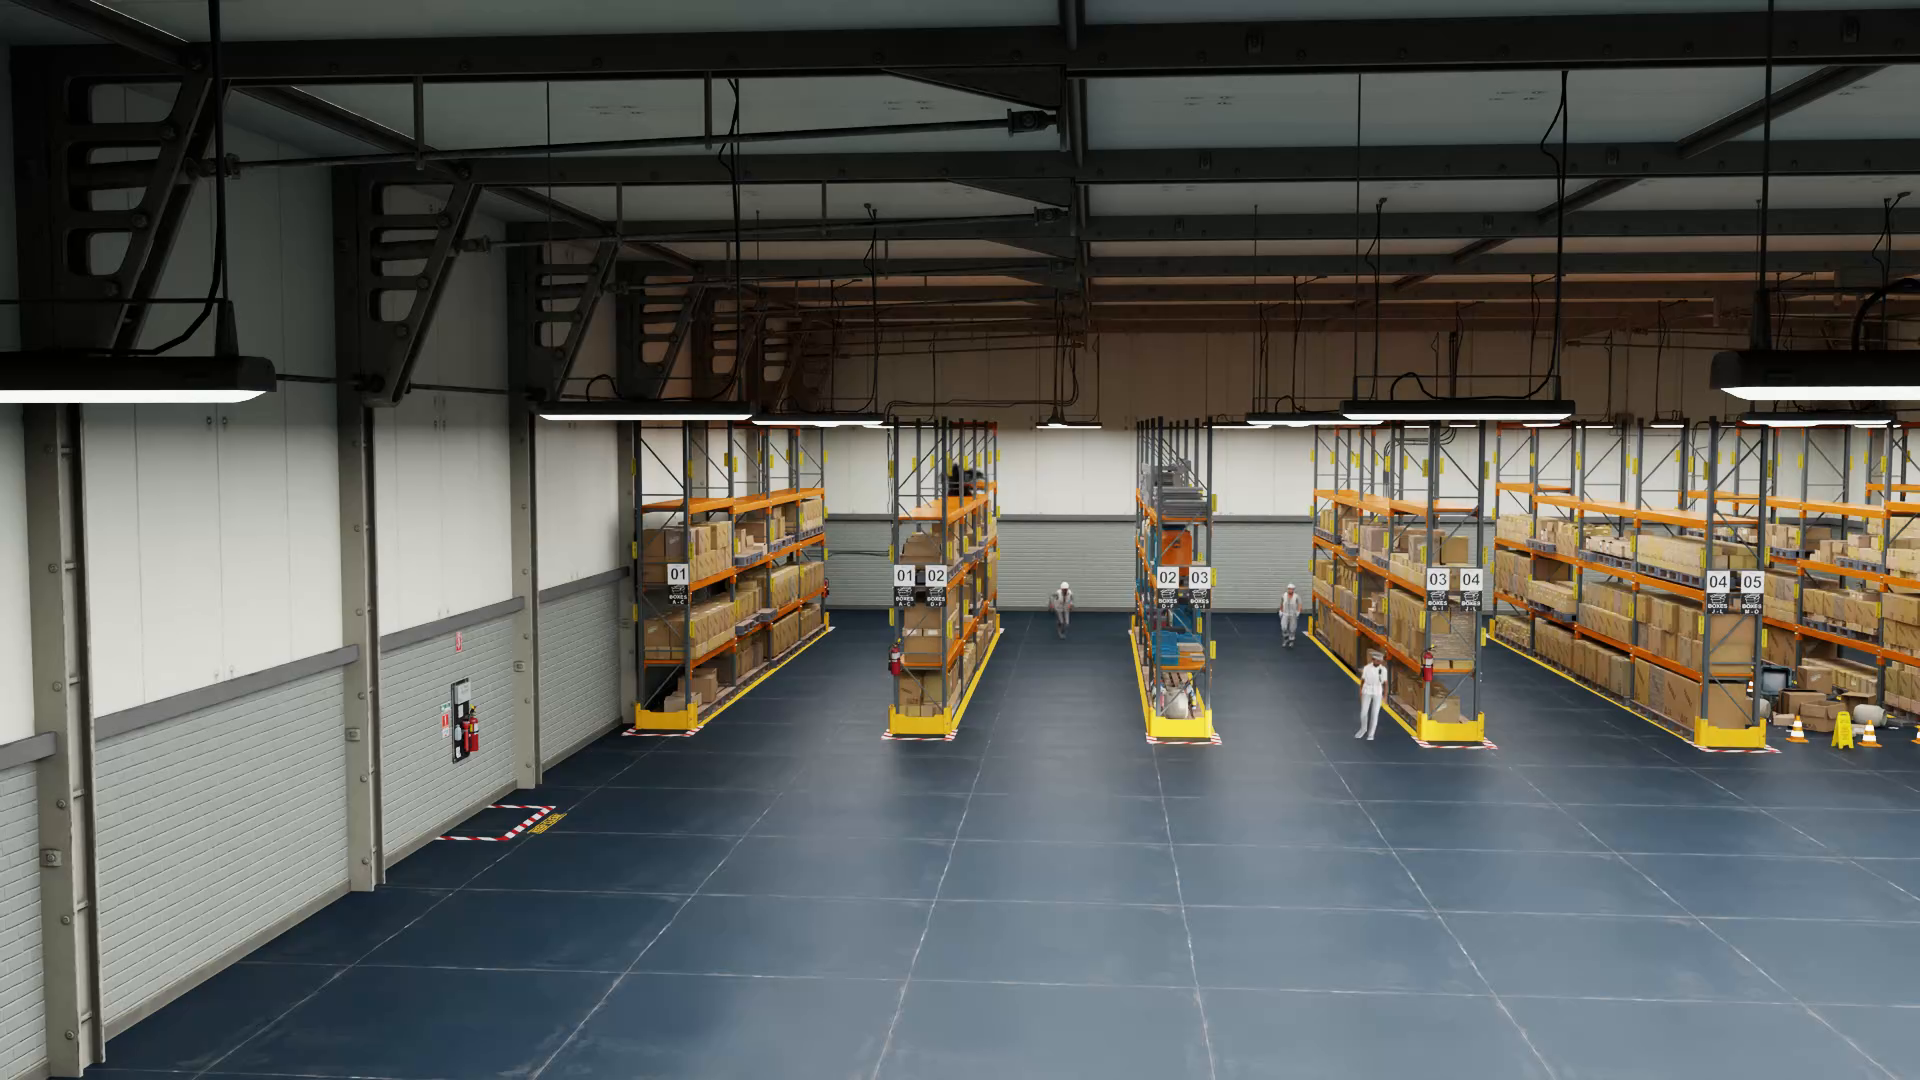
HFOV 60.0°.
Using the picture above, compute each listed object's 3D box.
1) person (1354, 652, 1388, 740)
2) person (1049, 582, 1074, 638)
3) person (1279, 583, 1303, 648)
[{"bbox_3d":[7.587,2.875,30.696,0.573,1.641,0.408,1,4,12],"label":"person"},{"bbox_3d":[2.802,1.938,45.864,0.678,1.594,0.806,-1,4,-10],"label":"person"},{"bbox_3d":[8.646,1.992,43.565,0.656,1.729,0.809,1,4,19],"label":"person"}]
